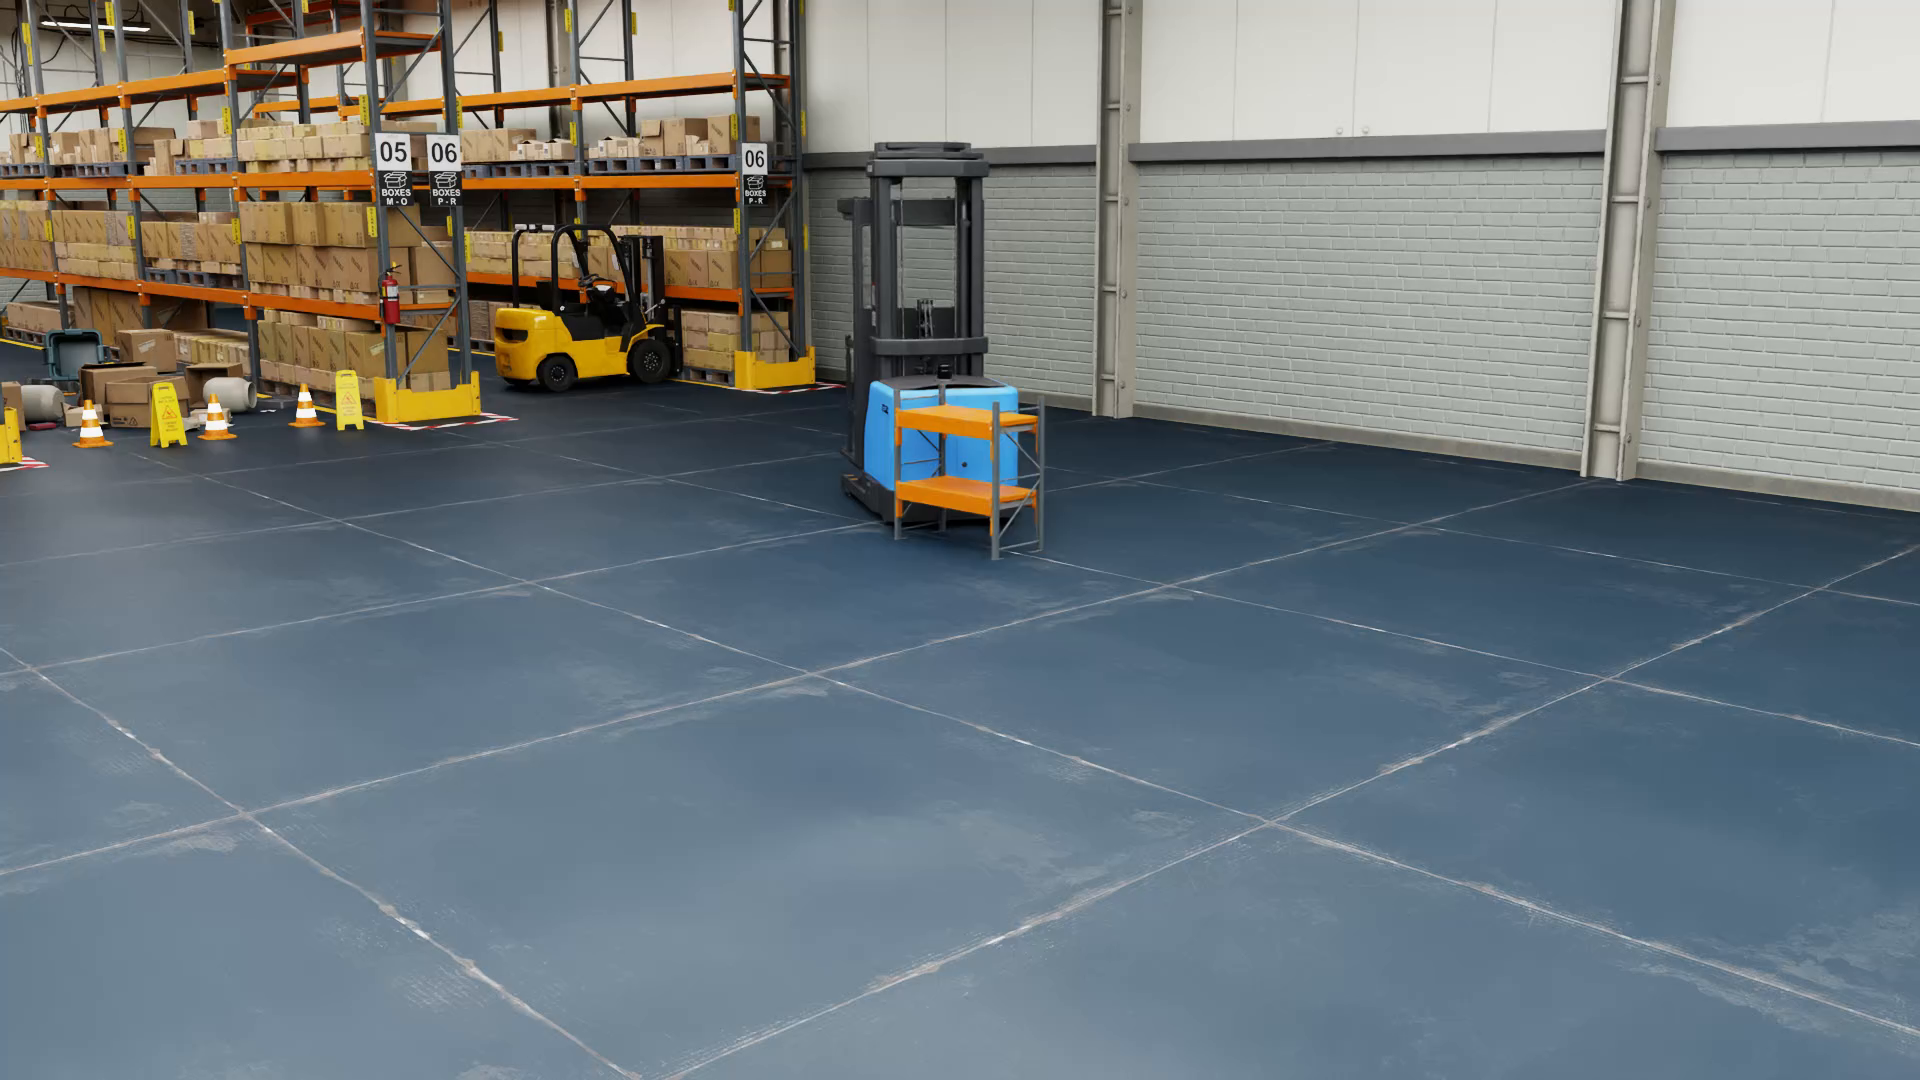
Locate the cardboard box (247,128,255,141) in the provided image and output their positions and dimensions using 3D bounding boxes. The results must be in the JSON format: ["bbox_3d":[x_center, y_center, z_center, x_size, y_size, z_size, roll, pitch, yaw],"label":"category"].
[{"bbox_3d":[-8.689,-5.076,20.831,0.380,0.149,0.250,-10,15,-41],"label":"cardboard box"}]

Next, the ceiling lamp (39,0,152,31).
[{"bbox_3d":[-17.106,-11.773,32.787,2.000,3.185,0.800,-11,16,-43],"label":"ceiling lamp"}]

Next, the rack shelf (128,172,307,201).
[{"bbox_3d":[-10.252,-4.874,22.984,1.077,0.370,4.000,-11,16,-43],"label":"rack shelf"}]

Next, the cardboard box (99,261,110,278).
[{"bbox_3d":[-12.871,-4.161,25.547,0.500,0.250,0.500,-11,16,-43],"label":"cardboard box"}]

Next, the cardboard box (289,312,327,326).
[{"bbox_3d":[-8.072,-2.745,20.610,0.380,0.149,0.250,-10,15,-39],"label":"cardboard box"}]

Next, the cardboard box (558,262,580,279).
[{"bbox_3d":[-5.821,-4.121,25.352,0.500,0.250,0.500,-10,16,-41],"label":"cardboard box"}]

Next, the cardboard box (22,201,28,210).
[{"bbox_3d":[-15.676,-5.685,28.239,0.380,0.149,0.250,-11,16,-44],"label":"cardboard box"}]

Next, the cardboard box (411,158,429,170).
[{"bbox_3d":[-6.103,-4.321,19.141,0.380,0.149,0.250,-11,16,-42],"label":"cardboard box"}]

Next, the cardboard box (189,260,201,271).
[{"bbox_3d":[-10.462,-3.816,23.080,0.380,0.149,0.250,-10,15,-41],"label":"cardboard box"}]

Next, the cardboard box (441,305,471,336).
[{"bbox_3d":[-8.494,-3.754,28.355,0.500,0.500,0.500,-10,15,-41],"label":"cardboard box"}]

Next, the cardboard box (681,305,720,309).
[{"bbox_3d":[-3.751,-3.241,24.007,0.500,0.250,0.500,-11,16,-44],"label":"cardboard box"}]

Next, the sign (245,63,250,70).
[{"bbox_3d":[-13.963,-9.268,32.583,0.100,0.325,0.005,-11,16,-43],"label":"sign"}]

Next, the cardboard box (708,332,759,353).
[{"bbox_3d":[-3.084,-2.705,22.642,0.500,0.250,0.500,-11,16,-43],"label":"cardboard box"}]

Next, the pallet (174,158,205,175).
[{"bbox_3d":[-9.939,-5.098,22.755,1.213,0.211,1.003,-11,16,-43],"label":"pallet"}]

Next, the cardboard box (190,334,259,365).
[{"bbox_3d":[-10.215,-2.666,23.388,0.950,0.372,0.625,-10,15,-41],"label":"cardboard box"}]

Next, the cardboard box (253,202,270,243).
[{"bbox_3d":[-8.387,-3.978,20.821,0.700,0.500,0.500,-11,16,-42],"label":"cardboard box"}]

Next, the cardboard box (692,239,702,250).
[{"bbox_3d":[-3.459,-4.069,22.873,0.380,0.149,0.250,-11,16,-43],"label":"cardboard box"}]

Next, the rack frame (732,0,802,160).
[{"bbox_3d":[-2.521,-6.512,21.718,1.000,3.000,0.127,-11,16,-43],"label":"rack frame"}]

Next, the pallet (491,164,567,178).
[{"bbox_3d":[-6.738,-5.868,26.496,1.003,0.211,1.213,-10,15,-40],"label":"pallet"}]

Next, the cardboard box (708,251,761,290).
[{"bbox_3d":[-3.051,-3.658,22.484,0.500,0.500,0.500,-11,16,-44],"label":"cardboard box"}]

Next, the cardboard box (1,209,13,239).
[{"bbox_3d":[-16.310,-5.497,28.933,0.500,0.500,0.500,-11,16,-43],"label":"cardboard box"}]

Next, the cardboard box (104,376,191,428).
[{"bbox_3d":[-9.153,-1.562,18.747,0.637,0.503,0.797,1,12,6],"label":"cardboard box"}]

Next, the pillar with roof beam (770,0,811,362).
[{"bbox_3d":[-5.464,-6.139,19.909,9.100,9.000,0.400,-11,16,-43],"label":"pillar with roof beam"}]

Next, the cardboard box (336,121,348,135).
[{"bbox_3d":[-6.896,-4.704,19.023,0.380,0.149,0.250,-11,16,-43],"label":"cardboard box"}]

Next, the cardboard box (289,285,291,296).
[{"bbox_3d":[-8.116,-3.112,20.705,0.380,0.149,0.250,-11,16,-43],"label":"cardboard box"}]

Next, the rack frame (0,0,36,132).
[{"bbox_3d":[-17.158,-8.155,29.692,1.000,3.000,0.127,-11,16,-43],"label":"rack frame"}]

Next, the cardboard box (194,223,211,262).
[{"bbox_3d":[-10.051,-4.049,22.607,0.500,0.500,0.500,-10,15,-41],"label":"cardboard box"}]

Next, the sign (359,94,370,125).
[{"bbox_3d":[-6.524,-4.710,18.210,0.100,0.325,0.005,-11,16,-43],"label":"sign"}]

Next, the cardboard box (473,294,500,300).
[{"bbox_3d":[-8.181,-4.160,28.715,0.380,0.149,0.250,-10,15,-40],"label":"cardboard box"}]

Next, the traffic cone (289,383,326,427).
[{"bbox_3d":[-7.339,-1.522,18.652,0.336,0.463,0.334,-11,16,-43],"label":"traffic cone"}]

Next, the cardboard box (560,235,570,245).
[{"bbox_3d":[-5.872,-4.578,25.344,0.380,0.149,0.250,-11,16,-43],"label":"cardboard box"}]

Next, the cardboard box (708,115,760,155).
[{"bbox_3d":[-3.003,-5.377,22.107,0.500,0.500,0.500,-10,15,-41],"label":"cardboard box"}]

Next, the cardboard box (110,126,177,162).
[{"bbox_3d":[-12.003,-5.808,24.440,0.637,0.503,0.797,11,16,42],"label":"cardboard box"}]

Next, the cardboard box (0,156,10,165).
[{"bbox_3d":[-16.573,-6.626,29.041,0.380,0.149,0.250,-10,15,-41],"label":"cardboard box"}]

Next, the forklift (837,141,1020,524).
[{"bbox_3d":[-0.403,-1.815,13.957,1.130,2.935,3.031,-3,12,-14],"label":"forklift"}]

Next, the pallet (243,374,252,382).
[{"bbox_3d":[-9.410,-2.213,22.629,1.003,0.211,1.213,-11,16,-43],"label":"pallet"}]

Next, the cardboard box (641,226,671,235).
[{"bbox_3d":[-4.331,-4.405,23.766,0.380,0.149,0.250,-11,16,-43],"label":"cardboard box"}]

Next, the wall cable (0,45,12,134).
[{"bbox_3d":[-20.744,-9.050,34.038,2.355,3.000,0.029,-11,16,-43],"label":"wall cable"}]

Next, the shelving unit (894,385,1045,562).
[{"bbox_3d":[0.058,-0.509,12.095,0.538,1.125,1.048,-11,16,-43],"label":"shelving unit"}]

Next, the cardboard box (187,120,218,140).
[{"bbox_3d":[-10.084,-5.524,22.449,0.500,0.250,0.500,-11,16,-42],"label":"cardboard box"}]

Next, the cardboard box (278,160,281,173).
[{"bbox_3d":[-8.121,-4.582,20.408,0.250,0.149,0.380,11,16,43],"label":"cardboard box"}]

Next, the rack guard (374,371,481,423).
[{"bbox_3d":[-6.161,-1.668,19.270,1.175,0.500,0.348,-11,16,-43],"label":"rack guard"}]

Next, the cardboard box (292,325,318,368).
[{"bbox_3d":[-7.924,-2.415,20.616,0.500,0.500,0.500,-10,15,-40],"label":"cardboard box"}]

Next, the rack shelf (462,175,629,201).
[{"bbox_3d":[-6.665,-5.566,26.344,1.077,0.370,4.000,-11,16,-43],"label":"rack shelf"}]

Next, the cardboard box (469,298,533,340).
[{"bbox_3d":[-7.625,-3.691,27.737,0.875,0.625,0.625,-10,15,-41],"label":"cardboard box"}]

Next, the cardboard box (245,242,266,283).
[{"bbox_3d":[-8.769,-3.557,21.257,0.500,0.500,0.500,-11,16,-43],"label":"cardboard box"}]

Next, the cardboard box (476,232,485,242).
[{"bbox_3d":[-7.658,-4.948,27.137,0.380,0.149,0.250,-10,16,-41],"label":"cardboard box"}]

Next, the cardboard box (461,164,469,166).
[{"bbox_3d":[-8.576,-6.178,27.902,0.500,0.250,0.500,11,16,43],"label":"cardboard box"}]

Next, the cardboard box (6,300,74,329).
[{"bbox_3d":[-16.630,-4.085,30.114,0.875,0.438,0.875,11,16,43],"label":"cardboard box"}]

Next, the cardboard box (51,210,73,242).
[{"bbox_3d":[-14.300,-5.067,26.847,0.500,0.500,0.500,-11,16,-42],"label":"cardboard box"}]

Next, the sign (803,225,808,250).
[{"bbox_3d":[-2.116,-4.113,22.599,0.100,0.325,0.005,-11,16,-43],"label":"sign"}]
